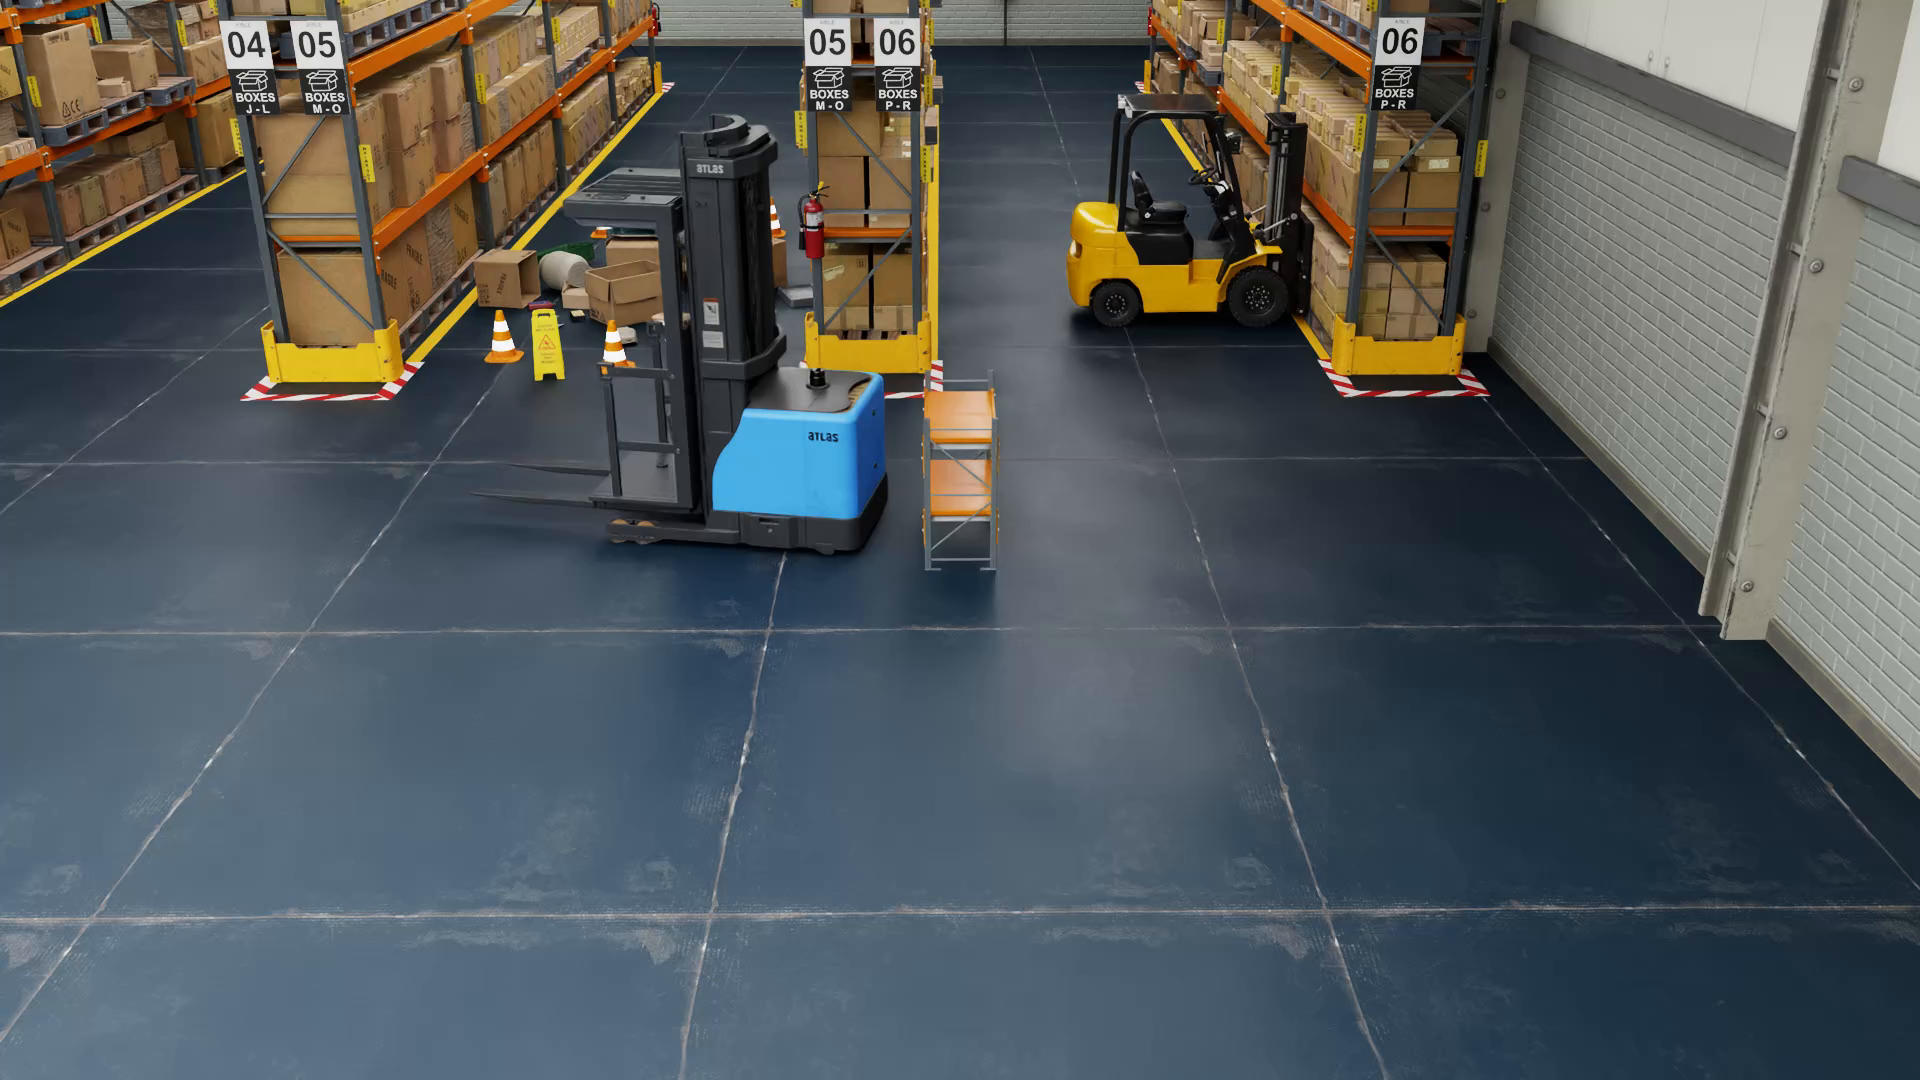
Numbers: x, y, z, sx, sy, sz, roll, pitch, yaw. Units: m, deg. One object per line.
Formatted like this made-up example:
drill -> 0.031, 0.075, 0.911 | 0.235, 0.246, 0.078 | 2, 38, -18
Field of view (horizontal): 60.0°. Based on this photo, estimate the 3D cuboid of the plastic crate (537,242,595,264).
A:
plastic crate -> -4.535, -3.229, 18.974 | 0.450, 0.188, 0.662 | 3, 22, 31

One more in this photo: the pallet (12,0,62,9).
pallet -> -10.707, -6.105, 18.579 | 1.213, 0.211, 1.003 | 0, 24, -1

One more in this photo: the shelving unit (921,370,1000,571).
shelving unit -> 0.000, -0.515, 11.908 | 0.538, 1.125, 1.048 | 0, 24, -1

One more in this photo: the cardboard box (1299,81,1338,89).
cardboard box -> 3.883, -4.874, 18.000 | 0.380, 0.149, 0.250 | 0, 24, 0

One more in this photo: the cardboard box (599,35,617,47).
cardboard box -> -5.610, -7.850, 26.154 | 0.380, 0.149, 0.250 | 1, 24, 1

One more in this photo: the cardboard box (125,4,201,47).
cardboard box -> -10.843, -7.021, 22.678 | 0.797, 0.503, 0.637 | 1, 24, 1

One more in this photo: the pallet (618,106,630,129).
pallet -> -5.976, -6.852, 27.027 | 1.003, 0.211, 1.213 | 0, 24, -1

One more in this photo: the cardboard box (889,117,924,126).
cardboard box -> -0.611, -3.975, 16.801 | 0.500, 0.500, 0.500 | -1, 24, -2

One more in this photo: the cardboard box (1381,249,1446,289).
cardboard box -> 4.293, -2.582, 15.816 | 0.500, 0.250, 0.500 | -1, 24, -1

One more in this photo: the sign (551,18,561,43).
sign -> -5.335, -6.729, 21.966 | 0.100, 0.325, 0.005 | 0, 24, -1

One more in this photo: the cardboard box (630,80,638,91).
cardboard box -> -5.645, -7.659, 28.017 | 0.380, 0.149, 0.250 | 0, 24, 0

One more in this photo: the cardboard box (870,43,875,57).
cardboard box -> -0.625, -4.463, 15.026 | 0.380, 0.149, 0.250 | -1, 24, -2

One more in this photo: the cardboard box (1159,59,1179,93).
cardboard box -> 3.817, -8.029, 28.770 | 0.700, 0.500, 0.500 | 1, 24, 2

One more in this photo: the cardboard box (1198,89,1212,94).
cardboard box -> 3.793, -6.697, 25.037 | 0.380, 0.149, 0.250 | 0, 24, -1

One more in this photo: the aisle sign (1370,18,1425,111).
aisle sign -> 3.816, -4.145, 14.503 | 0.394, 0.787, 0.004 | 0, 24, -1

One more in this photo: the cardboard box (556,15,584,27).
cardboard box -> -5.727, -7.603, 24.376 | 0.380, 0.149, 0.250 | -1, 24, -2

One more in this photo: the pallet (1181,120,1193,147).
pallet -> 4.025, -6.328, 25.869 | 1.003, 0.211, 1.213 | 0, 24, -1

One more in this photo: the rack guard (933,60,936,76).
rack guard -> -1.029, -8.429, 30.163 | 1.175, 0.500, 0.348 | 0, 24, -1

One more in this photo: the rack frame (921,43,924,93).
rack frame -> -0.898, -4.613, 18.693 | 1.000, 3.000, 0.127 | 0, 24, -1

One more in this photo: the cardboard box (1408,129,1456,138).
cardboard box -> 4.379, -3.715, 15.437 | 0.380, 0.149, 0.250 | 1, 24, 1

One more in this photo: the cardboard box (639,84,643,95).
cardboard box -> -5.661, -7.749, 28.577 | 0.380, 0.149, 0.250 | -1, 24, -3

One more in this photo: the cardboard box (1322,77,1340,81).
cardboard box -> 4.326, -5.235, 19.159 | 0.380, 0.149, 0.250 | -1, 24, -2

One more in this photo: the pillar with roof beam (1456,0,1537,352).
pillar with roof beam -> 0.698, -5.994, 14.466 | 9.100, 9.000, 0.400 | 0, 24, -1

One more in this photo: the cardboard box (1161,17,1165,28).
cardboard box -> 3.628, -8.800, 28.255 | 0.380, 0.149, 0.250 | -1, 24, -2

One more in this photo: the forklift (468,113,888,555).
forklift -> -2.114, -1.509, 11.914 | 3.031, 2.935, 1.130 | 4, 25, 9

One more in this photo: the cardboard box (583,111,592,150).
cardboard box -> -5.662, -5.961, 24.198 | 0.500, 0.500, 0.500 | -1, 24, -2

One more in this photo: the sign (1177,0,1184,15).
sign -> 3.436, -8.322, 25.844 | 0.100, 0.325, 0.005 | 0, 24, -1

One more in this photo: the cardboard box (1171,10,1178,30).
cardboard box -> 3.708, -8.416, 26.922 | 0.500, 0.250, 0.500 | 0, 24, 0

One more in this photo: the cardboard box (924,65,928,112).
cardboard box -> -0.616, -5.180, 18.955 | 0.500, 0.500, 0.500 | 0, 24, 1

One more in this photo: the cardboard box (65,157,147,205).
cardboard box -> -10.792, -4.540, 21.032 | 0.700, 0.500, 0.500 | 2, 24, 4

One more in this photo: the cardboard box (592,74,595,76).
cardboard box -> -6.286, -7.692, 27.728 | 0.380, 0.149, 0.250 | -1, 24, -2

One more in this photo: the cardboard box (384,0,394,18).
cardboard box -> -5.497, -4.949, 15.470 | 0.380, 0.149, 0.250 | 0, 24, 0

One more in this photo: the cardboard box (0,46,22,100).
cardboard box -> -10.527, -5.021, 17.900 | 0.500, 0.500, 0.500 | 0, 24, -1

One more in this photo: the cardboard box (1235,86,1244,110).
cardboard box -> 3.796, -5.614, 21.087 | 0.500, 0.250, 0.500 | -1, 24, -2

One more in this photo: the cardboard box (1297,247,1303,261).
cardboard box -> 3.768, -2.980, 17.302 | 0.500, 0.250, 0.500 | 0, 24, -1

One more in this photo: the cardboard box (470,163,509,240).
cardboard box -> -5.943, -3.971, 19.494 | 1.050, 0.750, 0.750 | 0, 24, -1

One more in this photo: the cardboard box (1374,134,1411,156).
cardboard box -> 3.895, -3.612, 15.210 | 0.380, 0.149, 0.250 | 0, 24, 0

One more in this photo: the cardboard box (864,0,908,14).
cardboard box -> -0.654, -4.728, 14.644 | 0.380, 0.149, 0.250 | 0, 24, -1

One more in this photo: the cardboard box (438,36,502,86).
cardboard box -> -5.871, -5.675, 19.707 | 0.700, 0.500, 0.500 | 0, 24, 0

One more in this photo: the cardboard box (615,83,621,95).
cardboard box -> -5.674, -7.266, 26.787 | 0.380, 0.149, 0.250 | 1, 24, 2

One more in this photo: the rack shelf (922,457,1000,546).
rack shelf -> 0.000, -0.293, 12.008 | 0.538, 0.278, 1.000 | 0, 24, -1

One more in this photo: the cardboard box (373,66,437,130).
cardboard box -> -5.886, -4.508, 16.969 | 0.875, 0.550, 0.550 | 0, 24, -1

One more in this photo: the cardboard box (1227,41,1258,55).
cardboard box -> 3.731, -6.494, 21.943 | 0.380, 0.149, 0.250 | 0, 24, 1

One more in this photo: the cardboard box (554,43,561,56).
cardboard box -> -5.700, -6.722, 22.790 | 0.380, 0.149, 0.250 | 1, 24, 2

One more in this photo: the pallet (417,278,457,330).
pallet -> -5.900, -2.461, 17.319 | 1.003, 0.211, 1.213 | 0, 24, -1

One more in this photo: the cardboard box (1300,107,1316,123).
cardboard box -> 3.771, -4.422, 17.361 | 0.380, 0.149, 0.250 | 0, 24, -1

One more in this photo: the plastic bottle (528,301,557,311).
plastic bottle -> -4.404, -2.475, 17.531 | 0.283, 0.061, 0.133 | -9, 26, -19

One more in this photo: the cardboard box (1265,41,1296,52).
cardboard box -> 4.228, -6.493, 21.942 | 0.380, 0.149, 0.250 | 1, 24, 1

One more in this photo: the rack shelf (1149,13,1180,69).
rack shelf -> 3.956, -8.430, 28.005 | 1.077, 0.370, 4.000 | 0, 24, -1

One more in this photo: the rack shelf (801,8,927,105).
rack shelf -> -0.876, -4.828, 16.401 | 1.077, 0.370, 4.000 | 0, 24, -1

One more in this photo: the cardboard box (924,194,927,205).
cardboard box -> -0.616, -3.441, 18.019 | 0.500, 0.500, 0.500 | 0, 24, 0

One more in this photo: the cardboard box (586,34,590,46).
cardboard box -> -5.725, -7.447, 24.754 | 0.380, 0.149, 0.250 | -1, 24, -3
